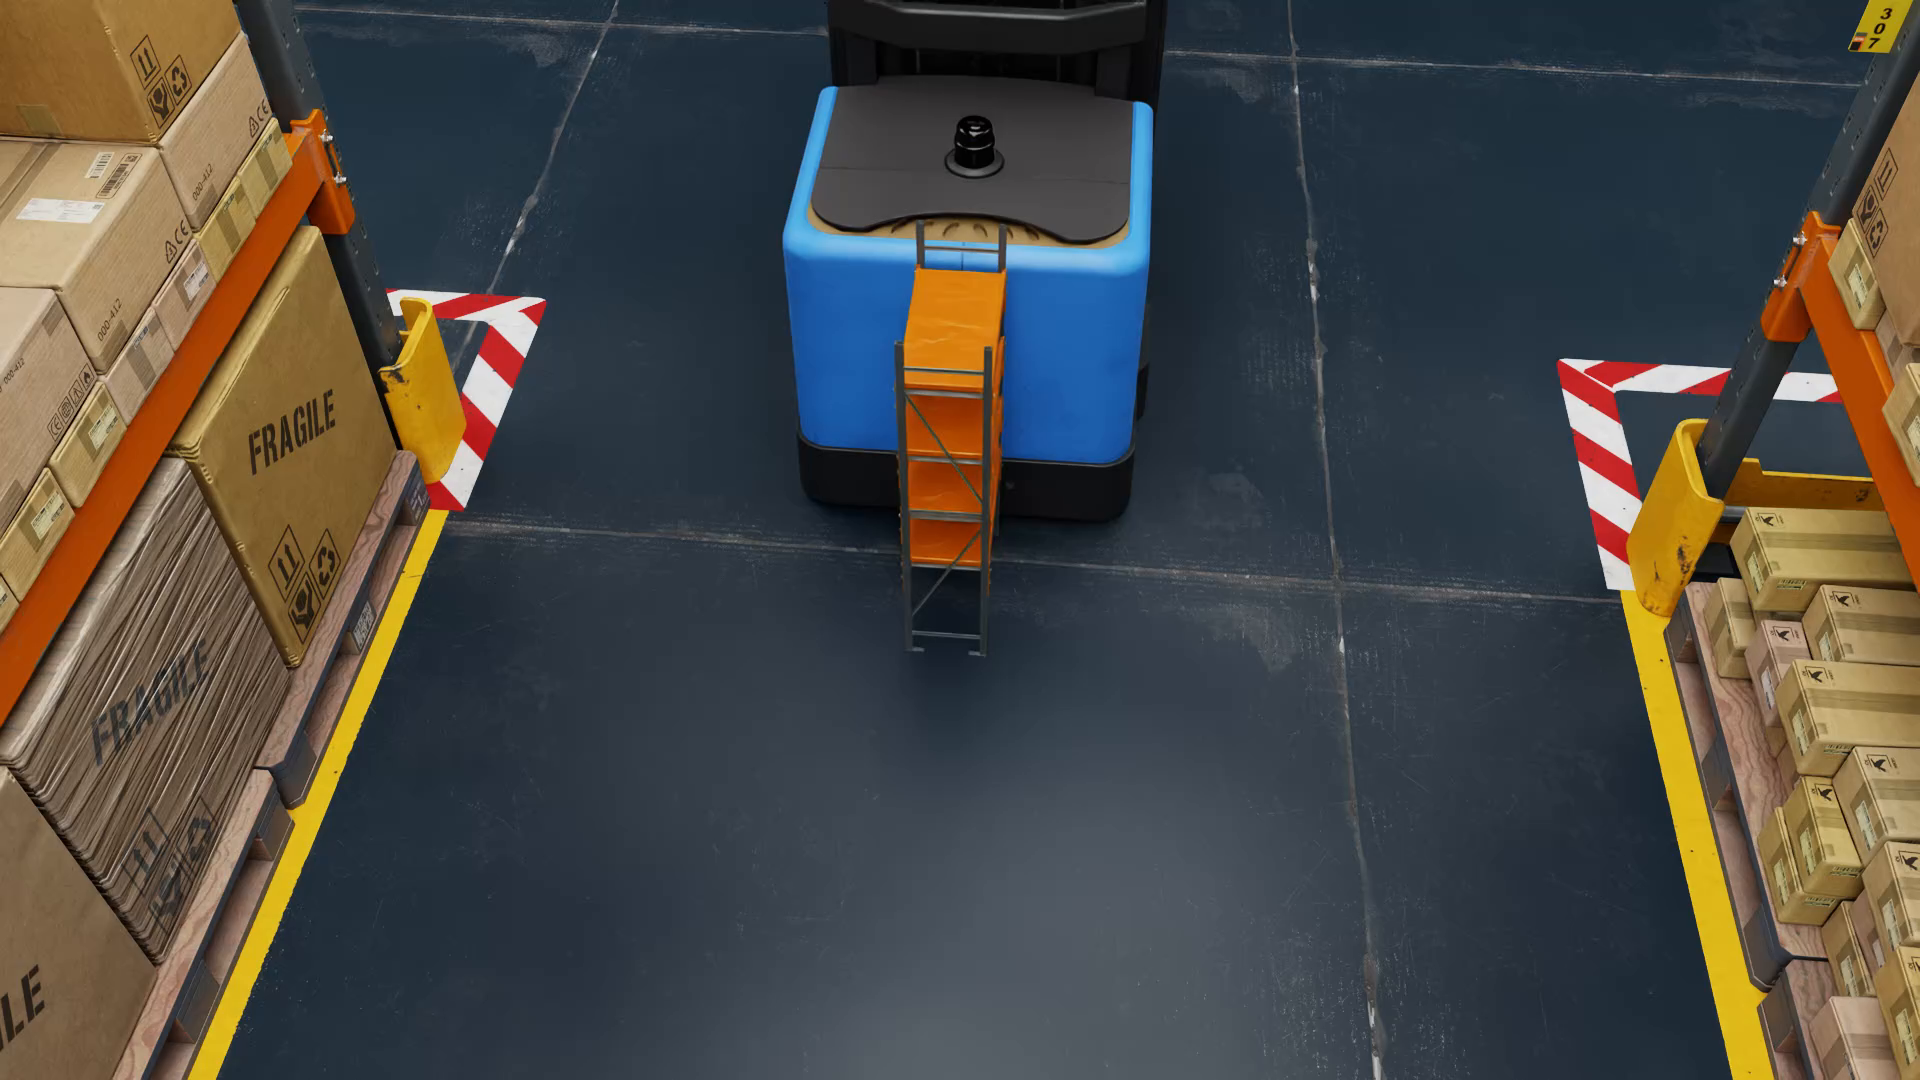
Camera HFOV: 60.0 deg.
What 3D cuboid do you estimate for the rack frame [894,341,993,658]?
[{"bbox_3d":[-0.040,-0.070,4.501,0.240,1.200,0.015,4,48,3],"label":"rack frame"}]

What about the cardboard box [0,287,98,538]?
[{"bbox_3d":[-2.129,-0.263,3.358,0.500,0.250,0.500,2,48,2],"label":"cardboard box"}]

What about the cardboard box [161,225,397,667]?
[{"bbox_3d":[-2.235,-0.283,4.632,0.875,0.875,0.875,4,48,4],"label":"cardboard box"}]

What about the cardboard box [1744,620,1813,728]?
[{"bbox_3d":[2.289,0.359,4.335,0.380,0.149,0.250,4,48,3],"label":"cardboard box"}]

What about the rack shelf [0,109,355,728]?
[{"bbox_3d":[-2.439,0.378,3.359,1.077,0.370,4.000,4,48,4],"label":"rack shelf"}]

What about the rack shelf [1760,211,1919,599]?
[{"bbox_3d":[2.491,0.786,2.986,1.077,0.370,4.000,4,48,4],"label":"rack shelf"}]

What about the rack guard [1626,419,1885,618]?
[{"bbox_3d":[2.667,-0.027,4.936,1.175,0.500,0.348,4,48,4],"label":"rack guard"}]

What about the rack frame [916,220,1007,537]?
[{"bbox_3d":[0.003,-0.428,4.829,0.240,1.200,0.015,4,48,3],"label":"rack frame"}]

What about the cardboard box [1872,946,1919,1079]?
[{"bbox_3d":[2.187,1.024,3.525,0.380,0.149,0.250,5,48,4],"label":"cardboard box"}]

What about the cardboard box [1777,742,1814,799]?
[{"bbox_3d":[2.349,0.638,4.281,0.380,0.149,0.250,4,48,4],"label":"cardboard box"}]

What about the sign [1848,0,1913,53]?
[{"bbox_3d":[2.133,-1.255,3.778,0.100,0.325,0.005,4,48,4],"label":"sign"}]

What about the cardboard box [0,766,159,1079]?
[{"bbox_3d":[-2.399,1.039,3.422,0.875,0.875,0.875,4,48,4],"label":"cardboard box"}]

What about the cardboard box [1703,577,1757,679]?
[{"bbox_3d":[2.307,0.257,4.629,0.380,0.149,0.250,5,48,4],"label":"cardboard box"}]

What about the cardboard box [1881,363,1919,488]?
[{"bbox_3d":[2.258,-0.242,3.609,0.380,0.149,0.250,3,48,2],"label":"cardboard box"}]

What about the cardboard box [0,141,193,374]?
[{"bbox_3d":[-2.083,-0.637,3.700,0.500,0.250,0.500,3,48,3],"label":"cardboard box"}]

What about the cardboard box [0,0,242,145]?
[{"bbox_3d":[-2.039,-1.261,3.763,0.500,0.500,0.500,4,48,4],"label":"cardboard box"}]

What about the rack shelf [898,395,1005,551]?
[{"bbox_3d":[-0.019,-0.204,4.714,0.258,0.148,0.480,4,48,3],"label":"rack shelf"}]

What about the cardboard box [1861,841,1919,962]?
[{"bbox_3d":[2.257,0.833,3.699,0.380,0.149,0.250,6,48,5],"label":"cardboard box"}]

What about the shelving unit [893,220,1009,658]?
[{"bbox_3d":[-0.019,-0.249,4.665,0.258,1.200,0.503,4,48,3],"label":"shelving unit"}]

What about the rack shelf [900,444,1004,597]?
[{"bbox_3d":[-0.019,-0.070,4.861,0.258,0.148,0.480,4,48,3],"label":"rack shelf"}]

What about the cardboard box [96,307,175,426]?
[{"bbox_3d":[-2.031,-0.406,3.759,0.380,0.149,0.250,5,48,4],"label":"cardboard box"}]

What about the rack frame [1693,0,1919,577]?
[{"bbox_3d":[2.673,-0.926,4.065,1.000,3.000,0.127,4,48,4],"label":"rack frame"}]

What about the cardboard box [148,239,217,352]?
[{"bbox_3d":[-2.007,-0.589,3.926,0.380,0.149,0.250,4,48,4],"label":"cardboard box"}]

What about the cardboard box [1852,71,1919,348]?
[{"bbox_3d":[2.357,-0.749,3.633,0.500,0.500,0.500,6,48,5],"label":"cardboard box"}]

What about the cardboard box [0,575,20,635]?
[{"bbox_3d":[-2.101,0.158,3.243,0.380,0.149,0.250,5,48,4],"label":"cardboard box"}]

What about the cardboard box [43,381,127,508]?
[{"bbox_3d":[-2.053,-0.215,3.584,0.380,0.149,0.250,3,48,3],"label":"cardboard box"}]

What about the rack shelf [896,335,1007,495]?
[{"bbox_3d":[-0.019,-0.355,4.549,0.258,0.148,0.480,4,48,3],"label":"rack shelf"}]

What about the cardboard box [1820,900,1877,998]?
[{"bbox_3d":[2.288,1.013,3.939,0.380,0.149,0.250,4,48,4],"label":"cardboard box"}]

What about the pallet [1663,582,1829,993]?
[{"bbox_3d":[2.557,0.665,4.499,1.003,0.211,1.213,4,48,4],"label":"pallet"}]

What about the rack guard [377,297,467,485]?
[{"bbox_3d":[-2.254,-0.508,5.376,1.175,0.500,0.348,4,48,4],"label":"rack guard"}]

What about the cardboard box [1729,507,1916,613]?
[{"bbox_3d":[2.287,0.055,4.411,0.380,0.149,0.250,2,48,2],"label":"cardboard box"}]

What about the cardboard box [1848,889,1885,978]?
[{"bbox_3d":[2.294,0.927,3.815,0.380,0.149,0.250,2,48,2],"label":"cardboard box"}]

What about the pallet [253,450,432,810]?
[{"bbox_3d":[-2.252,0.200,4.924,1.003,0.211,1.213,4,48,4],"label":"pallet"}]

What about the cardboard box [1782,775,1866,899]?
[{"bbox_3d":[2.223,0.726,3.999,0.380,0.149,0.250,5,48,5],"label":"cardboard box"}]

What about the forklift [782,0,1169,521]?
[{"bbox_3d":[0.141,-2.142,5.222,1.130,2.935,3.031,4,48,3],"label":"forklift"}]

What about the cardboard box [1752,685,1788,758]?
[{"bbox_3d":[2.365,0.455,4.448,0.380,0.149,0.250,4,48,3],"label":"cardboard box"}]

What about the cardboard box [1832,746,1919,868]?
[{"bbox_3d":[2.291,0.630,3.885,0.380,0.149,0.250,2,48,2],"label":"cardboard box"}]

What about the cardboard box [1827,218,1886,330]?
[{"bbox_3d":[2.318,-0.626,3.960,0.380,0.149,0.250,4,48,3],"label":"cardboard box"}]

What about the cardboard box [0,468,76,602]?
[{"bbox_3d":[-2.076,-0.024,3.410,0.380,0.149,0.250,4,48,4],"label":"cardboard box"}]

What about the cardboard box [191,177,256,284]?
[{"bbox_3d":[-1.983,-0.775,4.096,0.380,0.149,0.250,4,48,4],"label":"cardboard box"}]

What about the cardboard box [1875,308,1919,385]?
[{"bbox_3d":[2.336,-0.436,3.786,0.380,0.149,0.250,5,48,5],"label":"cardboard box"}]

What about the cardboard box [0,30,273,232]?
[{"bbox_3d":[-2.036,-1.010,4.041,0.500,0.250,0.500,3,48,3],"label":"cardboard box"}]

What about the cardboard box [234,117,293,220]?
[{"bbox_3d":[-1.961,-0.966,4.271,0.380,0.149,0.250,5,48,4],"label":"cardboard box"}]

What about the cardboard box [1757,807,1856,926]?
[{"bbox_3d":[2.216,0.819,4.116,0.380,0.149,0.250,4,48,4],"label":"cardboard box"}]

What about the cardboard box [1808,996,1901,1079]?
[{"bbox_3d":[2.179,1.190,3.776,0.380,0.149,0.250,2,48,2],"label":"cardboard box"}]

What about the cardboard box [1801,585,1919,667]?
[{"bbox_3d":[2.382,0.266,4.218,0.380,0.149,0.250,5,48,4],"label":"cardboard box"}]

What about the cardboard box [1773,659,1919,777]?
[{"bbox_3d":[2.232,0.443,4.057,0.380,0.149,0.250,4,48,3],"label":"cardboard box"}]

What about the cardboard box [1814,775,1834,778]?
[{"bbox_3d":[2.355,0.545,4.165,0.380,0.149,0.250,4,48,4],"label":"cardboard box"}]

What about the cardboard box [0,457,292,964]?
[{"bbox_3d":[-2.318,0.385,4.020,0.875,0.875,0.875,4,48,4],"label":"cardboard box"}]

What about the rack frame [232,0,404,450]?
[{"bbox_3d":[-2.257,-1.334,4.438,1.000,3.000,0.127,4,48,4],"label":"rack frame"}]

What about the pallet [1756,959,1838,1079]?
[{"bbox_3d":[2.444,1.559,3.681,1.003,0.211,1.213,4,48,4],"label":"pallet"}]

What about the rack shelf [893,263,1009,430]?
[{"bbox_3d":[-0.019,-0.514,4.375,0.258,0.148,0.480,4,48,3],"label":"rack shelf"}]

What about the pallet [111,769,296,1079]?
[{"bbox_3d":[-2.365,1.094,4.107,1.003,0.211,1.213,4,48,4],"label":"pallet"}]

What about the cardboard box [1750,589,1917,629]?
[{"bbox_3d":[2.370,0.161,4.516,0.380,0.149,0.250,6,48,5],"label":"cardboard box"}]
